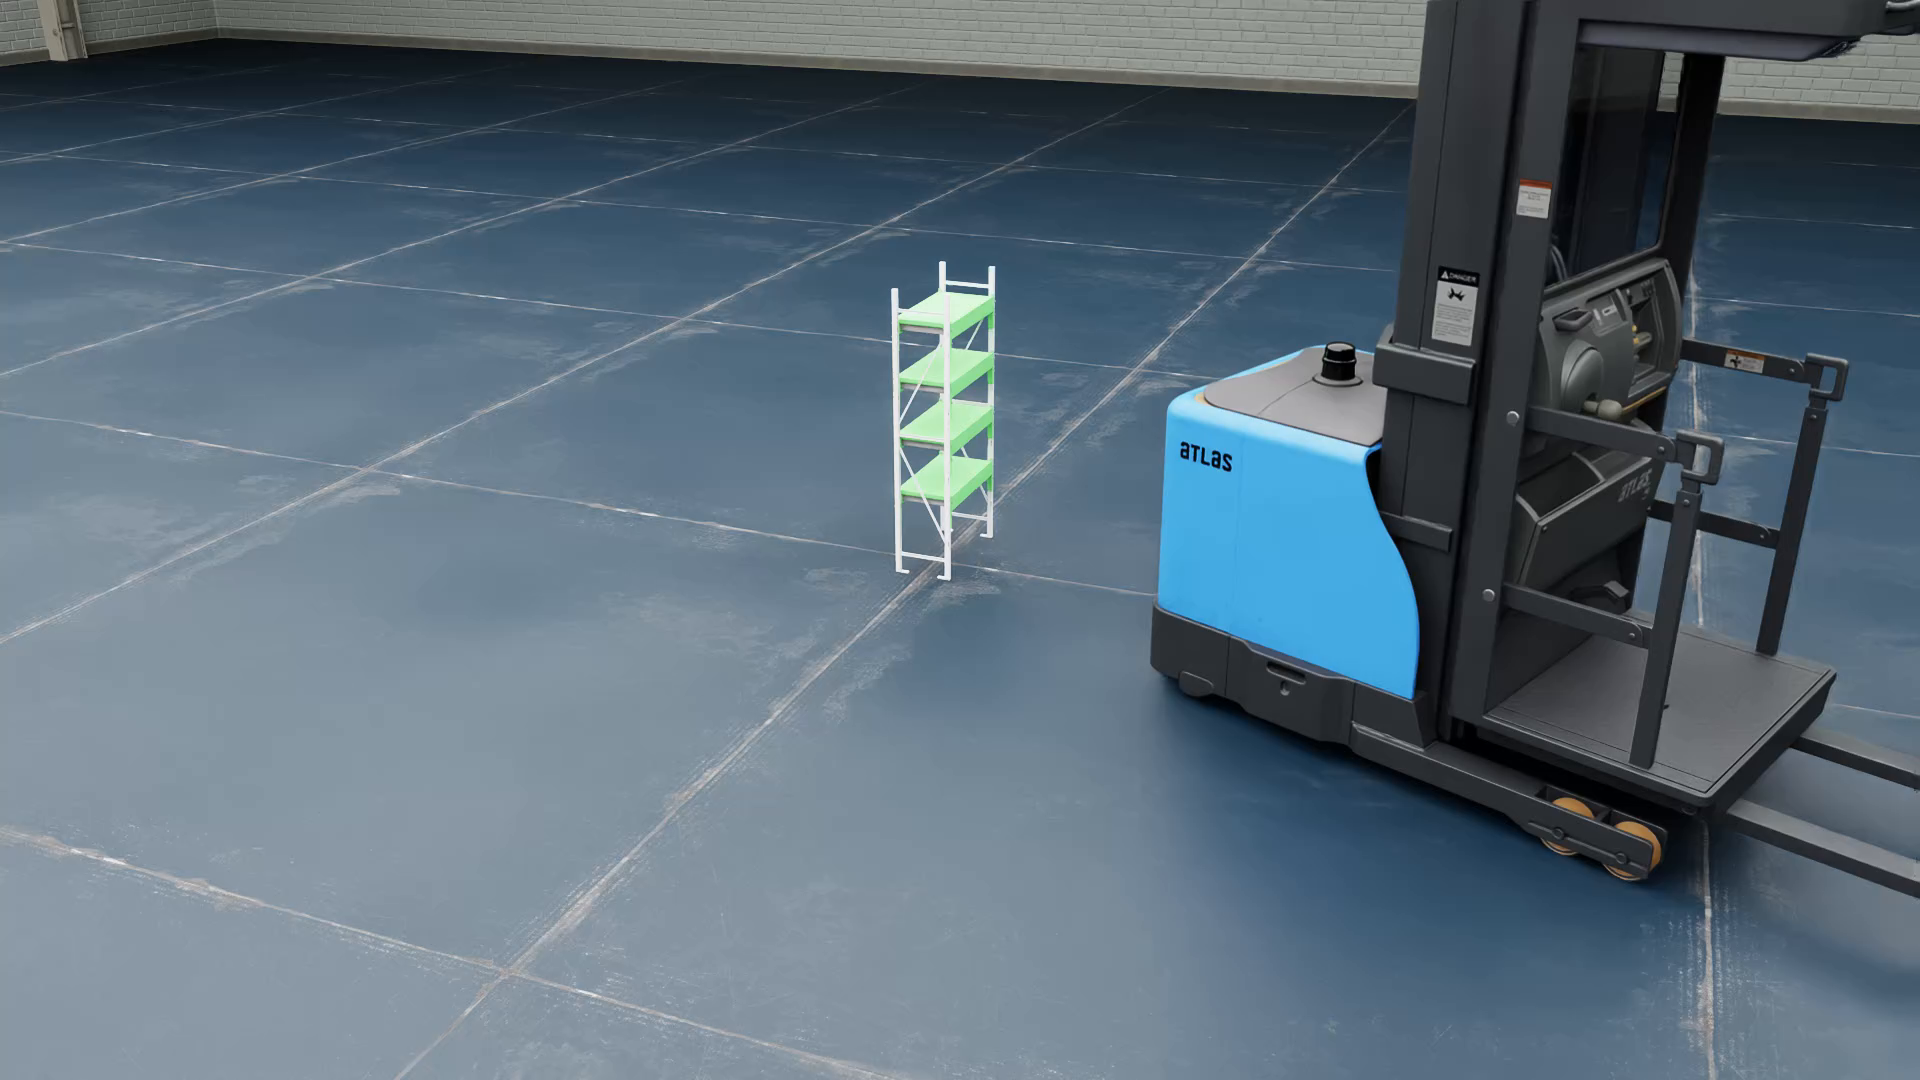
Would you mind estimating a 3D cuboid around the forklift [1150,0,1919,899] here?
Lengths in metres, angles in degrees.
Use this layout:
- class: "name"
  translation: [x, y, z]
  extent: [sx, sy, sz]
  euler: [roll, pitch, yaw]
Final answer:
- class: "forklift"
  translation: [2.102, -0.584, 4.845]
  extent: [3.031, 2.935, 1.130]
  euler: [20, 30, 39]

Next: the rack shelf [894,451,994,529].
- class: "rack shelf"
  translation: [-0.061, -0.214, 6.994]
  extent: [0.258, 0.148, 0.480]
  euler: [9, 24, 20]

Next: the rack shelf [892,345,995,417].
- class: "rack shelf"
  translation: [-0.061, -0.657, 6.809]
  extent: [0.258, 0.148, 0.480]
  euler: [9, 24, 20]

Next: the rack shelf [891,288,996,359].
- class: "rack shelf"
  translation: [-0.062, -0.878, 6.717]
  extent: [0.258, 0.148, 0.480]
  euler: [9, 24, 20]

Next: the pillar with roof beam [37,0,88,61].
- class: "pillar with roof beam"
  translation: [-8.652, -10.365, 20.389]
  extent: [9.100, 9.000, 0.400]
  euler: [9, 24, 20]

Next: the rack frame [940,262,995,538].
- class: "rack frame"
  translation: [0.029, -0.582, 7.086]
  extent: [0.240, 1.200, 0.015]
  euler: [9, 24, 20]

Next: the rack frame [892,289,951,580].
- class: "rack frame"
  translation: [-0.152, -0.407, 6.668]
  extent: [0.240, 1.200, 0.015]
  euler: [9, 24, 20]

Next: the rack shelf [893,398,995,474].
- class: "rack shelf"
  translation: [-0.061, -0.435, 6.902]
  extent: [0.258, 0.148, 0.480]
  euler: [9, 24, 20]

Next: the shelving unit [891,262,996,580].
- class: "shelving unit"
  translation: [-0.061, -0.494, 6.877]
  extent: [0.258, 1.200, 0.503]
  euler: [9, 24, 20]
